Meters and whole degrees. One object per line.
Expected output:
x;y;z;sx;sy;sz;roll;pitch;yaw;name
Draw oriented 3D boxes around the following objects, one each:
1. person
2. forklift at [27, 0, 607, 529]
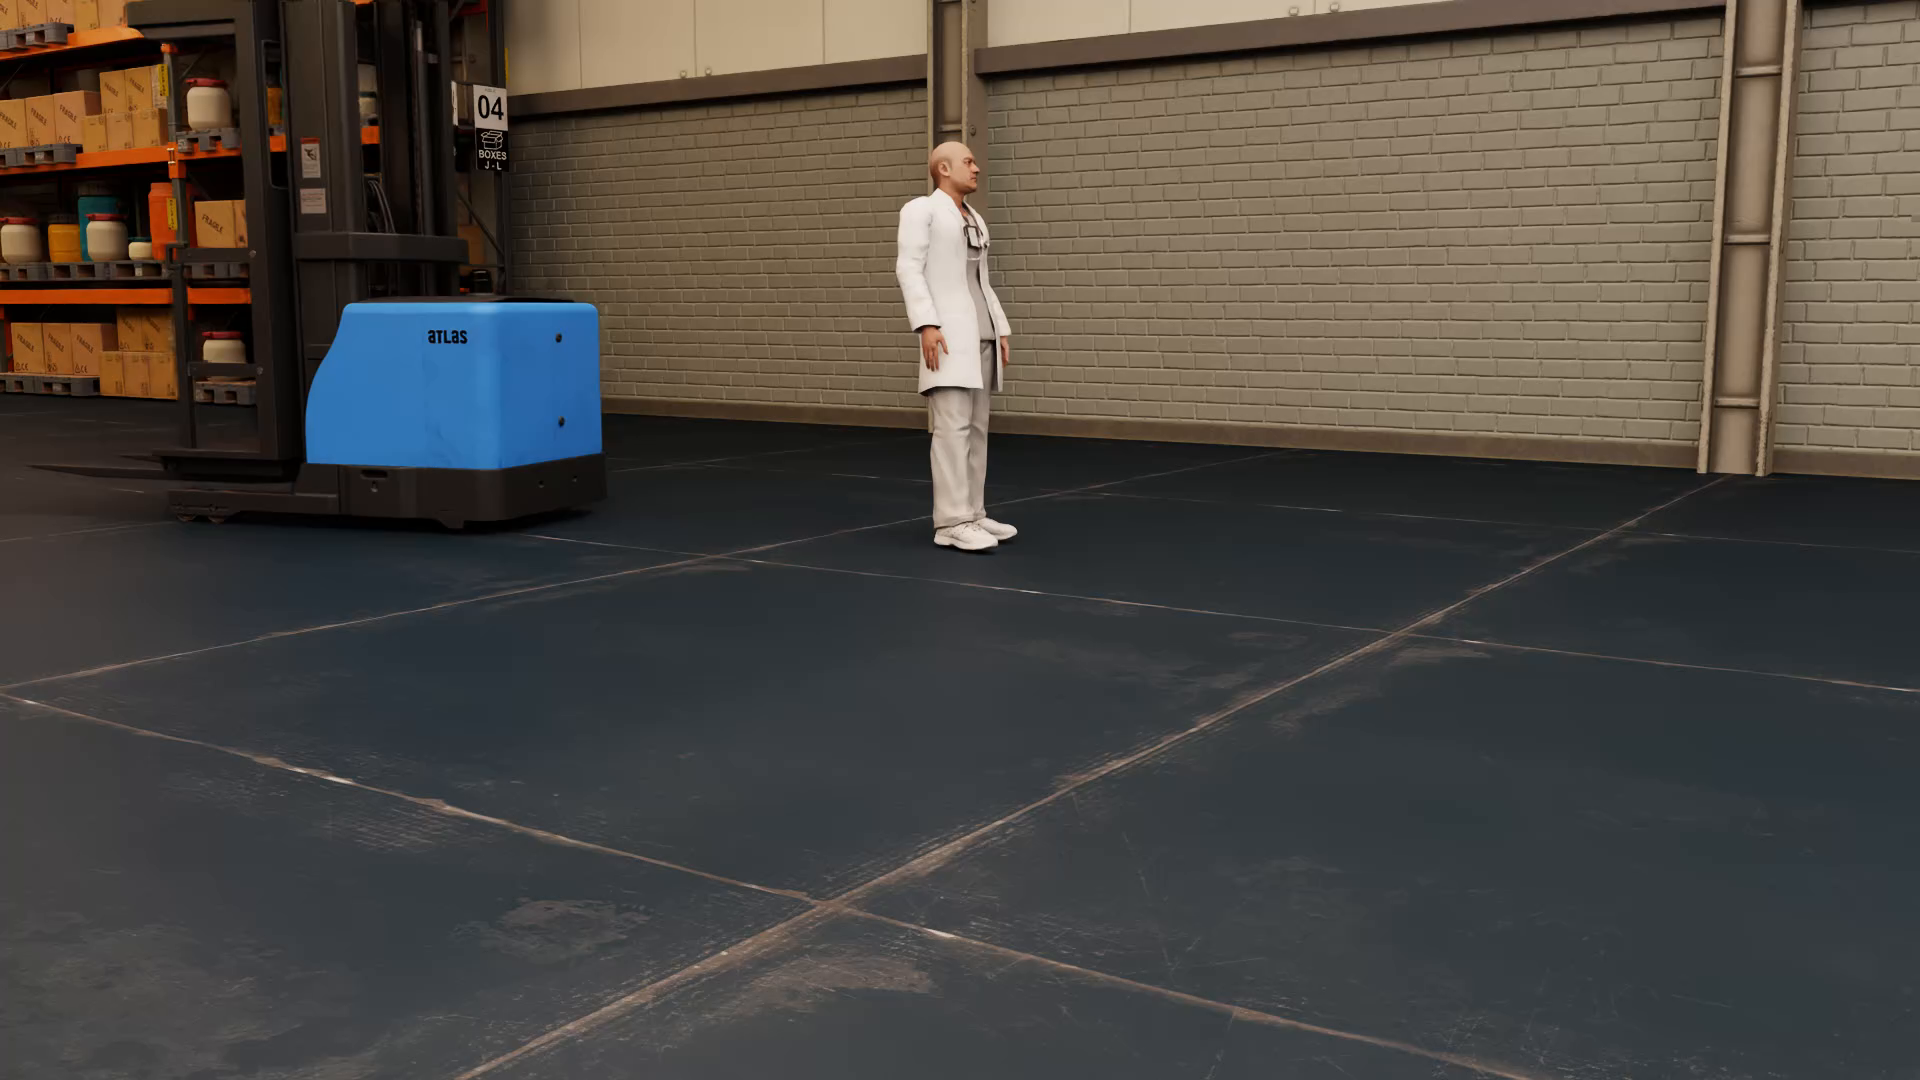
0.074;-0.879;7.424;0.578;1.777;0.696;5;10;34;person
-3.398;-1.600;8.447;3.031;2.935;1.130;3;9;19;forklift
